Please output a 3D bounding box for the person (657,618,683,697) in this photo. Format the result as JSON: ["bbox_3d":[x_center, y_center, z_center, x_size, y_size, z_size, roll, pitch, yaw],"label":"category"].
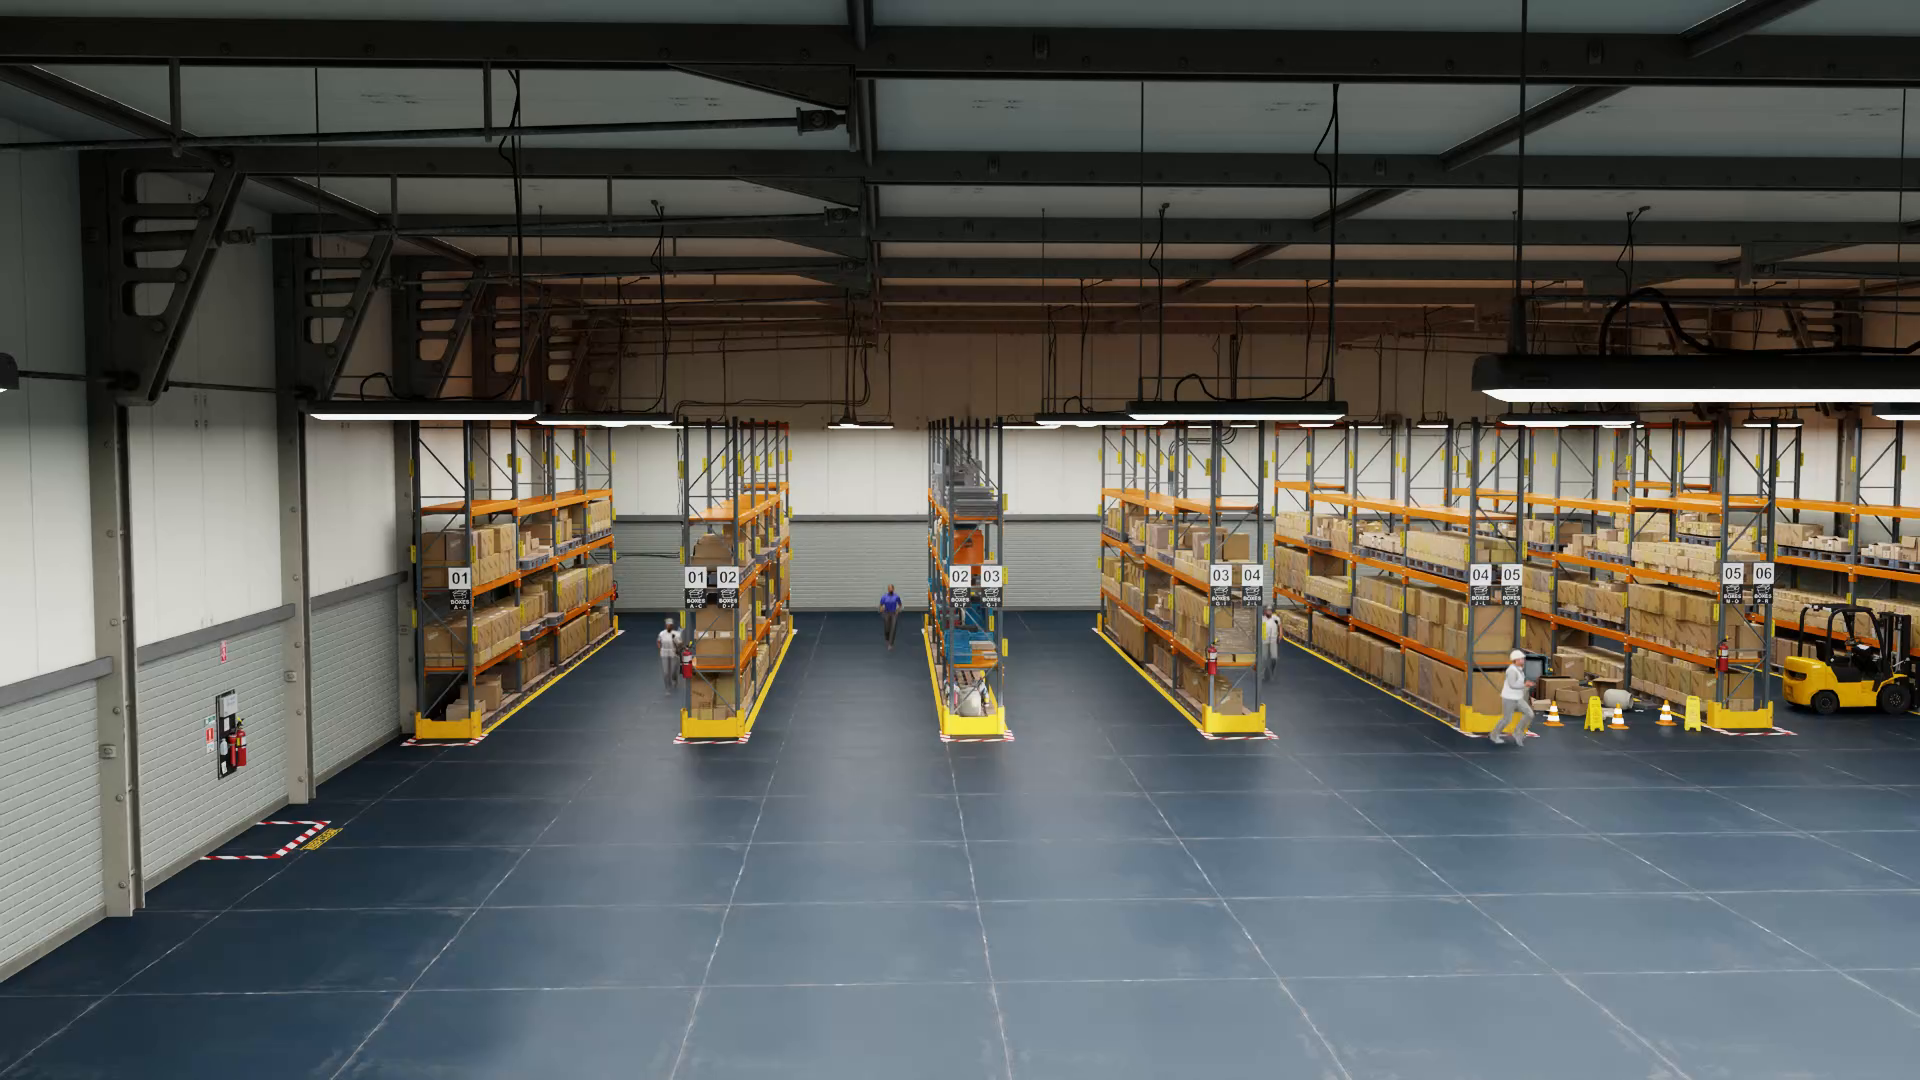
[{"bbox_3d":[-6.323,2.543,36.215,0.578,1.681,0.792,0,4,-2],"label":"person"}]

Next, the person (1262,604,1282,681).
[{"bbox_3d":[7.099,2.374,38.195,0.682,1.844,0.746,0,4,-3],"label":"person"}]

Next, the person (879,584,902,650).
[{"bbox_3d":[-1.735,1.917,41.702,0.582,1.630,0.577,0,4,-4],"label":"person"}]

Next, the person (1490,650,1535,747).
[{"bbox_3d":[10.030,2.873,30.150,0.814,1.774,0.681,3,5,36],"label":"person"}]
